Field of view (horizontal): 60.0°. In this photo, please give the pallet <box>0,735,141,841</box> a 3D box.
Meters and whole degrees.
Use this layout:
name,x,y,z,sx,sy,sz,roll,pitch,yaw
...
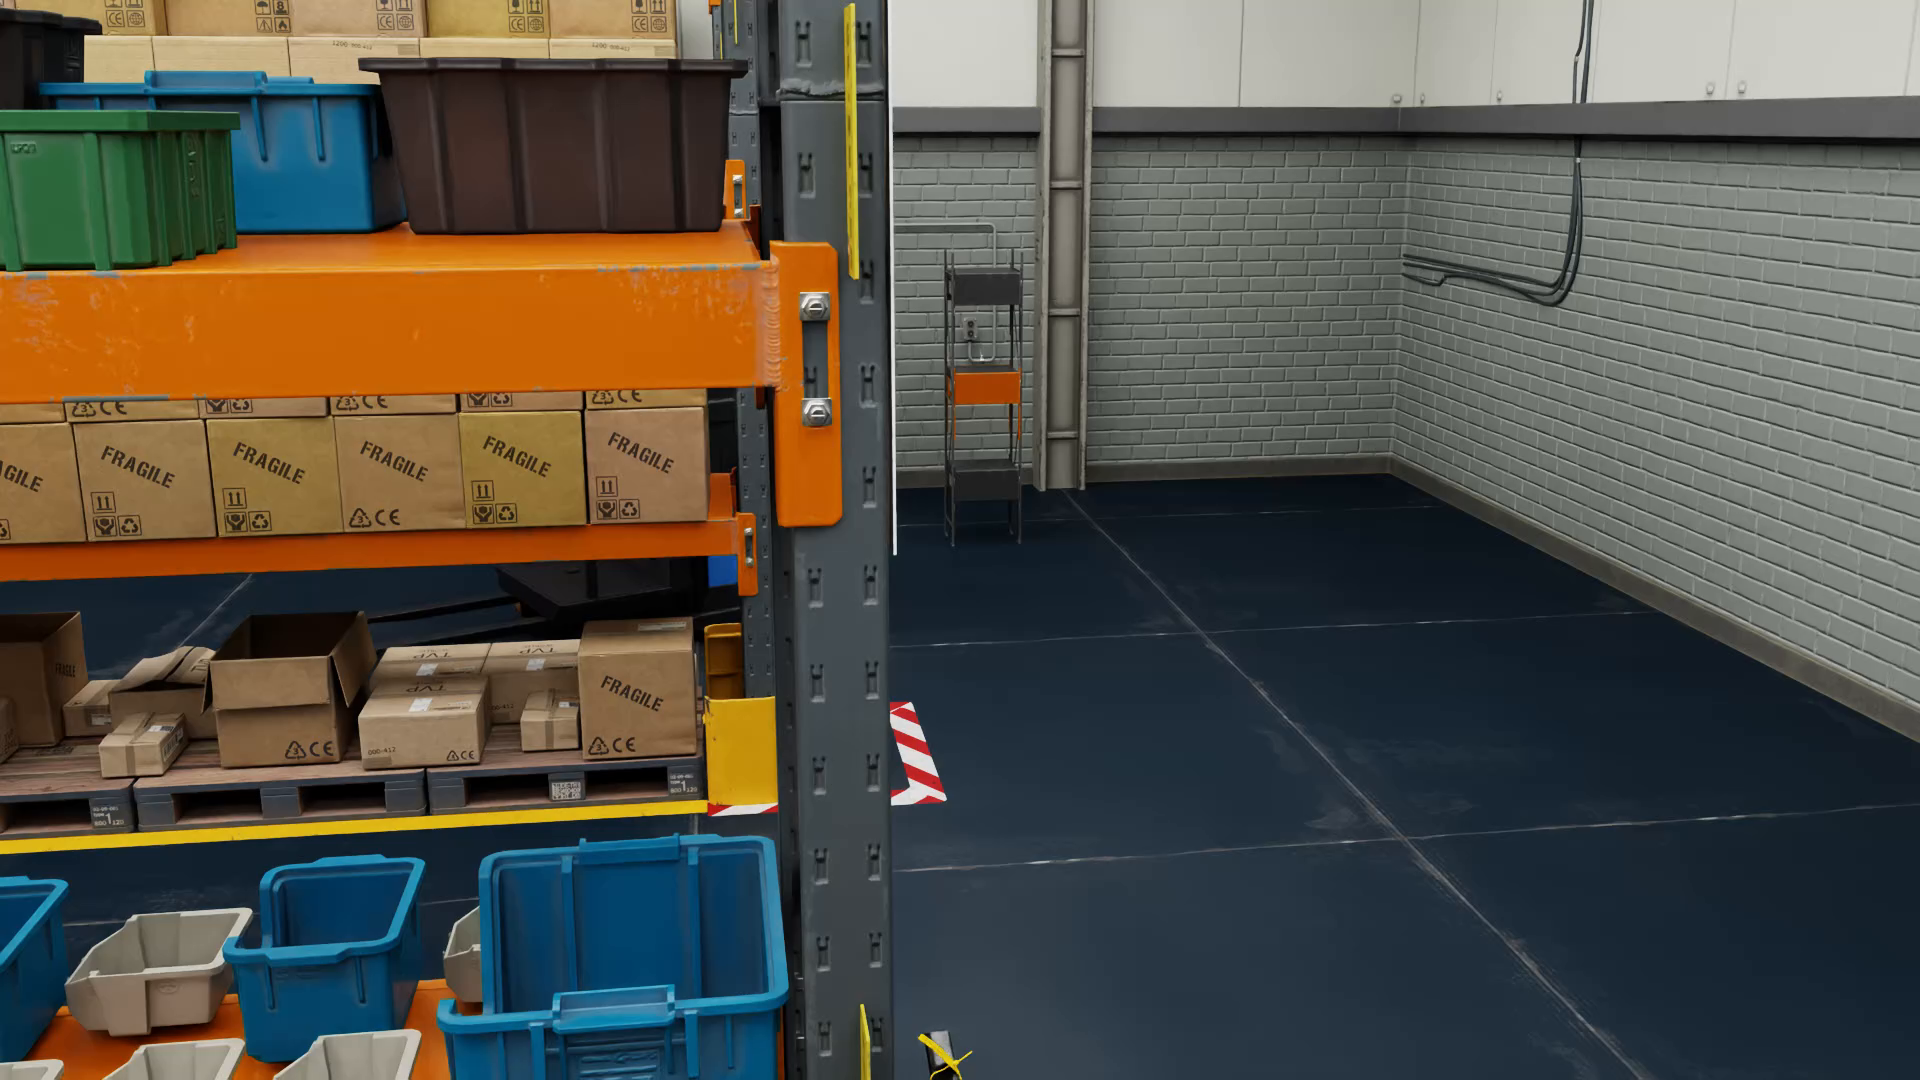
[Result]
name,x,y,z,sx,sy,sz,roll,pitch,yaw
pallet,-4.242,1.065,7.541,1.213,0.211,1.003,-2,14,-8

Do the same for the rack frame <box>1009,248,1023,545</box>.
name,x,y,z,sx,sy,sz,roll,pitch,yaw
rack frame,0.405,-1.033,12.026,0.015,2.100,0.400,-2,14,-8

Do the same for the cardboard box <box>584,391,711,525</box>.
name,x,y,z,sx,sy,sz,roll,pitch,yaw
cardboard box,-1.369,-0.375,7.344,0.500,0.500,0.500,-2,14,-7

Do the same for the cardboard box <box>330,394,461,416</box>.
name,x,y,z,sx,sy,sz,roll,pitch,yaw
cardboard box,-2.377,-0.821,7.067,0.500,0.500,0.500,-2,14,-7

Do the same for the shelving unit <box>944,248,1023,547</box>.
name,x,y,z,sx,sy,sz,roll,pitch,yaw
shelving unit,0.164,-1.024,11.990,0.503,2.100,0.431,-2,14,-8

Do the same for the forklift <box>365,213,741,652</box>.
name,x,y,z,sx,sy,sz,roll,pitch,yaw
forklift,-2.146,-0.880,9.705,3.031,2.935,1.130,-9,17,-33

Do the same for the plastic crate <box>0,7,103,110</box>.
name,x,y,z,sx,sy,sz,roll,pitch,yaw
plastic crate,-1.784,-0.652,2.616,0.767,0.338,0.504,-2,14,-8

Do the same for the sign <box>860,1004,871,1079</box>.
name,x,y,z,sx,sy,sz,roll,pitch,yaw
sign,-0.134,0.836,2.385,0.005,0.325,0.100,-2,14,-8

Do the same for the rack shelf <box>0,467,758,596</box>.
name,x,y,z,sx,sy,sz,roll,pitch,yaw
rack shelf,-2.944,0.014,7.480,4.000,0.370,1.077,-2,14,-8

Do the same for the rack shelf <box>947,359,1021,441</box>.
name,x,y,z,sx,sy,sz,roll,pitch,yaw
rack shelf,0.164,-1.011,11.994,0.480,0.518,0.431,-2,14,-8

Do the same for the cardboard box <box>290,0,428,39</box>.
name,x,y,z,sx,sy,sz,roll,pitch,yaw
cardboard box,-2.457,-2.332,6.927,0.500,0.500,0.700,-2,14,-8

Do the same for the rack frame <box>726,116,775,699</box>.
name,x,y,z,sx,sy,sz,roll,pitch,yaw
rack frame,-0.966,-0.408,7.682,0.127,3.000,1.000,-2,14,-8

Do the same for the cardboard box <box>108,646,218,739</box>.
name,x,y,z,sx,sy,sz,roll,pitch,yaw
cardboard box,-3.659,0.712,7.840,0.500,0.311,0.500,-2,14,-8

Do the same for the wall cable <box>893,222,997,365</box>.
name,x,y,z,sx,sy,sz,roll,pitch,yaw
wall cable,-0.583,-2.366,13.401,1.851,1.984,0.084,-2,14,-8

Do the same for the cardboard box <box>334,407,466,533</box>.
name,x,y,z,sx,sy,sz,roll,pitch,yaw
cardboard box,-2.375,-0.338,7.198,0.500,0.500,0.500,-2,14,-8

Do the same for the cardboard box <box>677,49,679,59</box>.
name,x,y,z,sx,sy,sz,roll,pitch,yaw
cardboard box,-1.513,-2.076,7.450,0.500,0.250,0.500,-2,14,-8

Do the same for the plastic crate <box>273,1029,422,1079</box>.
name,x,y,z,sx,sy,sz,roll,pitch,yaw
plastic crate,-1.011,0.956,2.663,0.243,0.136,0.396,-2,14,-8

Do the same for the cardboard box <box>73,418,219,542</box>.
name,x,y,z,sx,sy,sz,roll,pitch,yaw
cardboard box,-3.376,-0.301,7.051,0.500,0.500,0.500,-2,14,-9

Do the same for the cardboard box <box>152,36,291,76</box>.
name,x,y,z,sx,sy,sz,roll,pitch,yaw
cardboard box,-2.919,-1.897,6.736,0.500,0.250,0.500,-2,14,-8

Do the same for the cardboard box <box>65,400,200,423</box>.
name,x,y,z,sx,sy,sz,roll,pitch,yaw
cardboard box,-3.395,-0.783,6.917,0.500,0.500,0.500,-3,14,-10

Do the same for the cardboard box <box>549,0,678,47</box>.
name,x,y,z,sx,sy,sz,roll,pitch,yaw
cardboard box,-1.472,-2.374,7.093,0.500,0.500,0.700,-2,14,-8

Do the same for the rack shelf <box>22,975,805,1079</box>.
name,x,y,z,sx,sy,sz,roll,pitch,yaw
rack shelf,-2.210,1.205,2.729,4.000,0.370,1.077,-2,14,-8

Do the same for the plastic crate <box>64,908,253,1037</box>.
name,x,y,z,sx,sy,sz,roll,pitch,yaw
plastic crate,-1.526,0.829,3.170,0.298,0.136,0.250,-2,14,-8

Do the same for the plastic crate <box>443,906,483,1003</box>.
name,x,y,z,sx,sy,sz,roll,pitch,yaw
plastic crate,-0.855,0.804,3.268,0.298,0.136,0.250,-2,14,-8

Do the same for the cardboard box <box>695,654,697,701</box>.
name,x,y,z,sx,sy,sz,roll,pitch,yaw
cardboard box,-1.432,0.694,8.244,0.250,0.149,0.380,-2,14,-8

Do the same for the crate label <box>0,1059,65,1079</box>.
name,x,y,z,sx,sy,sz,roll,pitch,yaw
crate label,-1.572,0.979,2.572,0.243,0.136,0.396,-2,14,-8

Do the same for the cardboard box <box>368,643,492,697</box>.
name,x,y,z,sx,sy,sz,roll,pitch,yaw
cardboard box,-2.535,0.700,8.012,0.500,0.250,0.500,-2,14,-8

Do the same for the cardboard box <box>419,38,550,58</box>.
name,x,y,z,sx,sy,sz,roll,pitch,yaw
cardboard box,-1.931,-1.934,6.883,0.500,0.250,0.500,-2,14,-8

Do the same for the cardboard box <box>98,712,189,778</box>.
name,x,y,z,sx,sy,sz,roll,pitch,yaw
cardboard box,-3.620,0.901,7.382,0.250,0.166,0.380,-2,14,-8

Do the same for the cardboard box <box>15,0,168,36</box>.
name,x,y,z,sx,sy,sz,roll,pitch,yaw
cardboard box,-3.437,-2.282,6.726,0.500,0.500,0.700,-2,14,-8

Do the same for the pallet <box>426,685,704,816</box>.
name,x,y,z,sx,sy,sz,roll,pitch,yaw
pallet,-1.830,0.977,7.894,1.213,0.211,1.003,-2,14,-8

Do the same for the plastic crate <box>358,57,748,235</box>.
name,x,y,z,sx,sy,sz,roll,pitch,yaw
plastic crate,-0.654,-0.661,2.793,0.590,0.269,0.497,-2,14,-8

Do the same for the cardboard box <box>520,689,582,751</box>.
name,x,y,z,sx,sy,sz,roll,pitch,yaw
cardboard box,-1.881,0.825,7.686,0.250,0.166,0.380,-2,14,-8

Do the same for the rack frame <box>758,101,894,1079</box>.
name,x,y,z,sx,sy,sz,roll,pitch,yaw
rack frame,-0.232,0.784,2.930,0.127,3.000,1.000,-2,14,-8

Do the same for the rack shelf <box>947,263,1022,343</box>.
name,x,y,z,sx,sy,sz,roll,pitch,yaw
rack shelf,0.164,-1.690,11.823,0.480,0.518,0.431,-2,14,-8

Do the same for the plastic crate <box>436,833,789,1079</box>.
name,x,y,z,sx,sy,sz,roll,pitch,yaw
plastic crate,-0.535,0.795,2.691,0.499,0.435,0.616,-2,14,-8

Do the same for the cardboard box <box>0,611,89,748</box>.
name,x,y,z,sx,sy,sz,roll,pitch,yaw
cardboard box,-4.401,0.647,7.709,0.500,0.500,0.500,-2,14,-8

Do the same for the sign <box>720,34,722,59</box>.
name,x,y,z,sx,sy,sz,roll,pitch,yaw
sign,-1.641,-3.314,11.447,0.005,0.325,0.100,-2,14,-8

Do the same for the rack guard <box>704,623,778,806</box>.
name,x,y,z,sx,sy,sz,roll,pitch,yaw
rack guard,-1.041,0.807,7.975,0.348,0.500,1.175,-2,14,-8

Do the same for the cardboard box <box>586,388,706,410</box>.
name,x,y,z,sx,sy,sz,roll,pitch,yaw
cardboard box,-1.365,-0.859,7.220,0.500,0.500,0.500,-2,14,-9
